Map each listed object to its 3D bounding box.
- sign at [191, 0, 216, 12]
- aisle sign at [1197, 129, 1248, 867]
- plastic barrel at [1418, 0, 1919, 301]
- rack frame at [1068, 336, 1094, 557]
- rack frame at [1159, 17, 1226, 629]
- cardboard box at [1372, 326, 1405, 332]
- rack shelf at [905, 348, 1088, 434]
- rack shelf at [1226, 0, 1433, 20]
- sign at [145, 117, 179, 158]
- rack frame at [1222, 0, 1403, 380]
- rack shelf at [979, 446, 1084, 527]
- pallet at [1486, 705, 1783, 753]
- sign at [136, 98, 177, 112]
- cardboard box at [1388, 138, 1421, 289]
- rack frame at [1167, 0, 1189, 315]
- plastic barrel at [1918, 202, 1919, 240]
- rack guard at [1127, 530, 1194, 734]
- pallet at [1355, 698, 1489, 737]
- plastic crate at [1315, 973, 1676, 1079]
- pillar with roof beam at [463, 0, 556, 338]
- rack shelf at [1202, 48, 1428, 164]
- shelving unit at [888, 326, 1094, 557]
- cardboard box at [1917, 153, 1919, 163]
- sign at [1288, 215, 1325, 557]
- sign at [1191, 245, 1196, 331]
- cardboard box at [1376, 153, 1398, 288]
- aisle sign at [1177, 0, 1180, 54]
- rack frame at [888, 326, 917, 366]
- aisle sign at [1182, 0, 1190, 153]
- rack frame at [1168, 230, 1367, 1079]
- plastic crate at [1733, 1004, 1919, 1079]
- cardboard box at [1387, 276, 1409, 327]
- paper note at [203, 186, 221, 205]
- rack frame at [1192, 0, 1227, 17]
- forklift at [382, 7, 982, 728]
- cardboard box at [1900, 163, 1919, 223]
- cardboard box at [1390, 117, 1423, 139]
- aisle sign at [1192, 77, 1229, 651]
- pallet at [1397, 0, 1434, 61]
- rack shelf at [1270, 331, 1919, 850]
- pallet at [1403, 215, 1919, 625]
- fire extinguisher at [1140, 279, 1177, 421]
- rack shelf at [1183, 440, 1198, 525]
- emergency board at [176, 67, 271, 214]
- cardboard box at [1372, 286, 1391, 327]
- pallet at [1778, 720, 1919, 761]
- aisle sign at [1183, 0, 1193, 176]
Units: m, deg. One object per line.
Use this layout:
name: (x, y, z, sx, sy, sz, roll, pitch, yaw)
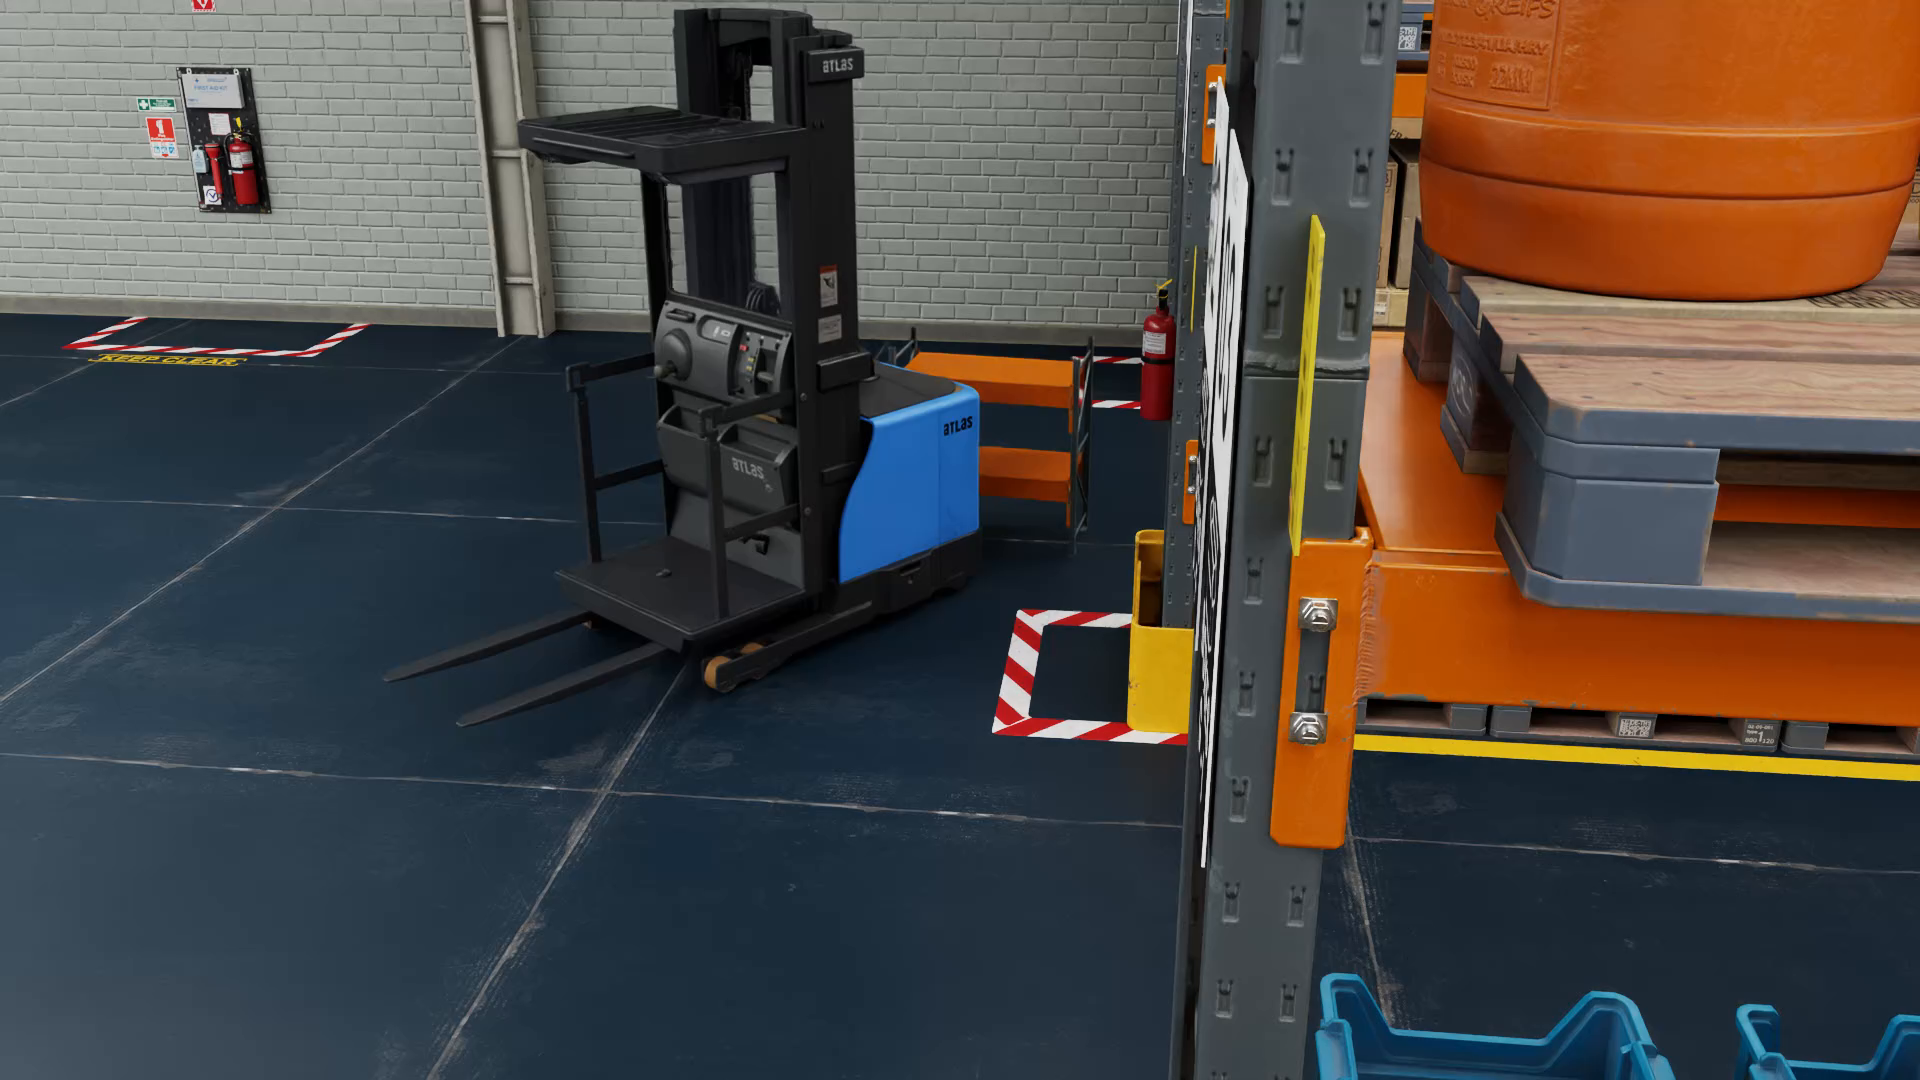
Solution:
sign: (-6.030, -4.350, 13.211, 0.199, 0.298, 0.001, 2, 22, 6)
aisle sign: (0.306, -0.058, 1.970, 0.004, 0.787, 0.394, 2, 22, 6)
plastic barrel: (0.909, -0.768, 2.067, 0.708, 0.830, 0.600, 2, 22, 6)
rack frame: (0.672, -0.519, 9.222, 0.032, 1.125, 0.500, 5, 22, 13)
rack frame: (0.998, -0.761, 7.285, 0.127, 3.000, 1.000, 2, 22, 6)
cardboard box: (1.982, -0.762, 7.150, 0.500, 0.500, 0.700, 3, 22, 8)
rack shelf: (0.178, -0.835, 9.226, 1.000, 0.278, 0.538, 5, 22, 13)
rack shelf: (3.564, -3.544, 11.222, 4.000, 0.370, 1.077, 2, 22, 6)
sign: (-6.570, -3.314, 13.694, 0.234, 0.329, 0.001, 2, 22, 6)
rack frame: (0.412, -1.743, 1.608, 0.127, 3.000, 1.000, 2, 22, 6)
rack shelf: (0.178, -0.335, 9.423, 1.000, 0.278, 0.538, 5, 22, 13)
pallet: (2.971, 0.607, 7.617, 1.213, 0.211, 1.003, 2, 22, 6)
sign: (-6.567, -3.557, 13.588, 0.331, 0.109, 0.001, 2, 22, 6)
cardboard box: (2.036, -1.363, 6.907, 0.500, 0.500, 0.700, 2, 22, 5)
rack frame: (1.578, -2.570, 11.860, 0.127, 3.000, 1.000, 2, 22, 6)
plastic barrel: (1.559, -0.627, 2.040, 0.600, 0.588, 0.600, 0, 22, 0)
rack guard: (0.974, 0.400, 7.747, 0.348, 0.500, 1.175, 2, 22, 6)
pallet: (1.763, 0.554, 7.752, 1.213, 0.211, 1.003, 2, 22, 6)
plastic crate: (0.944, 1.029, 2.960, 0.616, 0.251, 0.499, 2, 22, 6)
pillar with roof beam: (-4.090, -4.333, 8.160, 0.400, 9.000, 9.100, 2, 22, 6)
rack shelf: (2.984, -1.735, 6.647, 4.000, 0.370, 1.077, 2, 22, 6)
shelving unit: (0.178, -0.563, 9.333, 1.048, 1.125, 0.538, 5, 22, 13)
cardboard box: (4.027, -1.276, 6.687, 0.500, 0.500, 0.700, 2, 22, 6)
sign: (0.343, -0.151, 1.650, 0.005, 0.325, 0.100, 2, 22, 6)
sign: (0.927, -0.998, 6.599, 0.005, 0.325, 0.100, 2, 22, 6)
cardboard box: (1.513, -1.384, 6.959, 0.500, 0.500, 0.700, 3, 22, 6)
aisle sign: (1.471, -3.672, 11.113, 0.004, 0.787, 0.394, 2, 22, 6)
rack frame: (-0.316, -0.606, 9.444, 0.032, 1.125, 0.500, 5, 22, 13)
aisle sign: (0.968, -2.080, 7.085, 0.004, 0.787, 0.394, 2, 22, 6)
rack frame: (0.412, 1.047, 2.711, 0.127, 3.000, 1.000, 2, 22, 6)
plastic crate: (1.588, 1.059, 2.883, 0.408, 0.251, 0.499, 2, 22, 6)
cardboard box: (1.873, -0.992, 6.850, 0.250, 0.149, 0.380, 3, 22, 7)
paper note: (-6.201, -2.859, 13.790, 0.142, 0.148, 0.016, 2, 22, 6)
rack frame: (0.998, -3.551, 6.182, 0.127, 3.000, 1.000, 2, 22, 6)
forklift: (-1.261, -0.872, 7.659, 1.130, 2.935, 3.031, 19, 29, 40)
cardboard box: (3.530, -1.298, 6.742, 0.500, 0.500, 0.700, 2, 22, 6)
cardboard box: (3.018, -2.678, 11.290, 0.500, 0.500, 0.500, 2, 22, 5)
aisle sign: (0.375, -0.273, 2.515, 0.004, 0.787, 0.394, 2, 22, 6)
pallet: (1.697, -2.075, 6.648, 1.213, 0.211, 1.003, 2, 22, 6)
rack shelf: (2.398, 0.073, 2.073, 4.000, 0.370, 1.077, 2, 22, 6)
pallet: (1.222, -0.188, 2.013, 1.213, 0.211, 1.003, 2, 22, 6)
fire extinguisher: (0.936, -0.900, 7.741, 0.183, 0.674, 0.296, 2, 22, 6)
rack shelf: (2.984, -0.340, 7.198, 4.000, 0.370, 1.077, 2, 22, 6)
emergency board: (-6.033, -3.236, 13.544, 0.643, 1.169, 0.194, 2, 22, 6)
cardboard box: (1.625, -1.003, 6.879, 0.250, 0.149, 0.380, 2, 22, 5)
pallet: (4.186, 0.659, 7.485, 1.213, 0.211, 1.003, 2, 22, 6)
aisle sign: (0.897, -1.861, 6.531, 0.004, 0.787, 0.394, 2, 22, 6)
